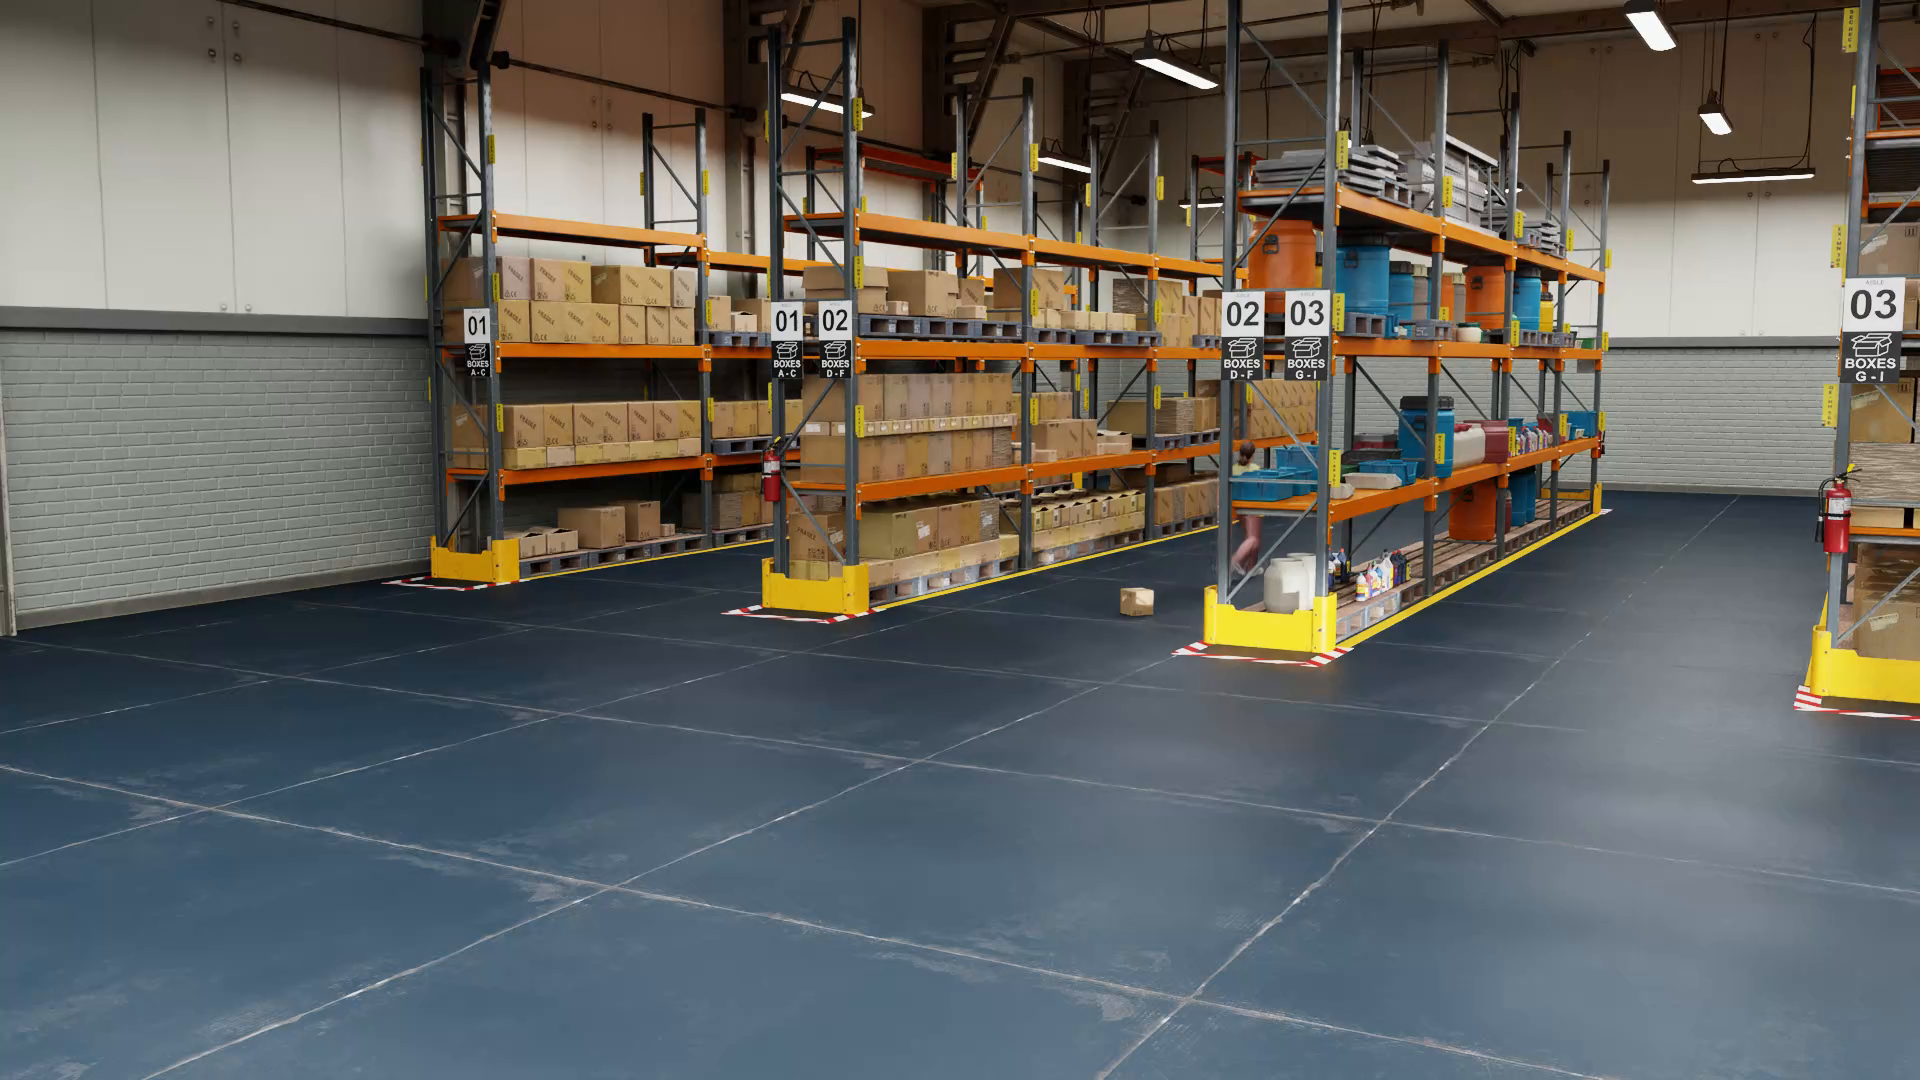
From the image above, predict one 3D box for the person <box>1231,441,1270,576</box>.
[{"bbox_3d":[3.407,-0.350,19.669,0.439,1.619,0.939,5,8,42],"label":"person"}]
